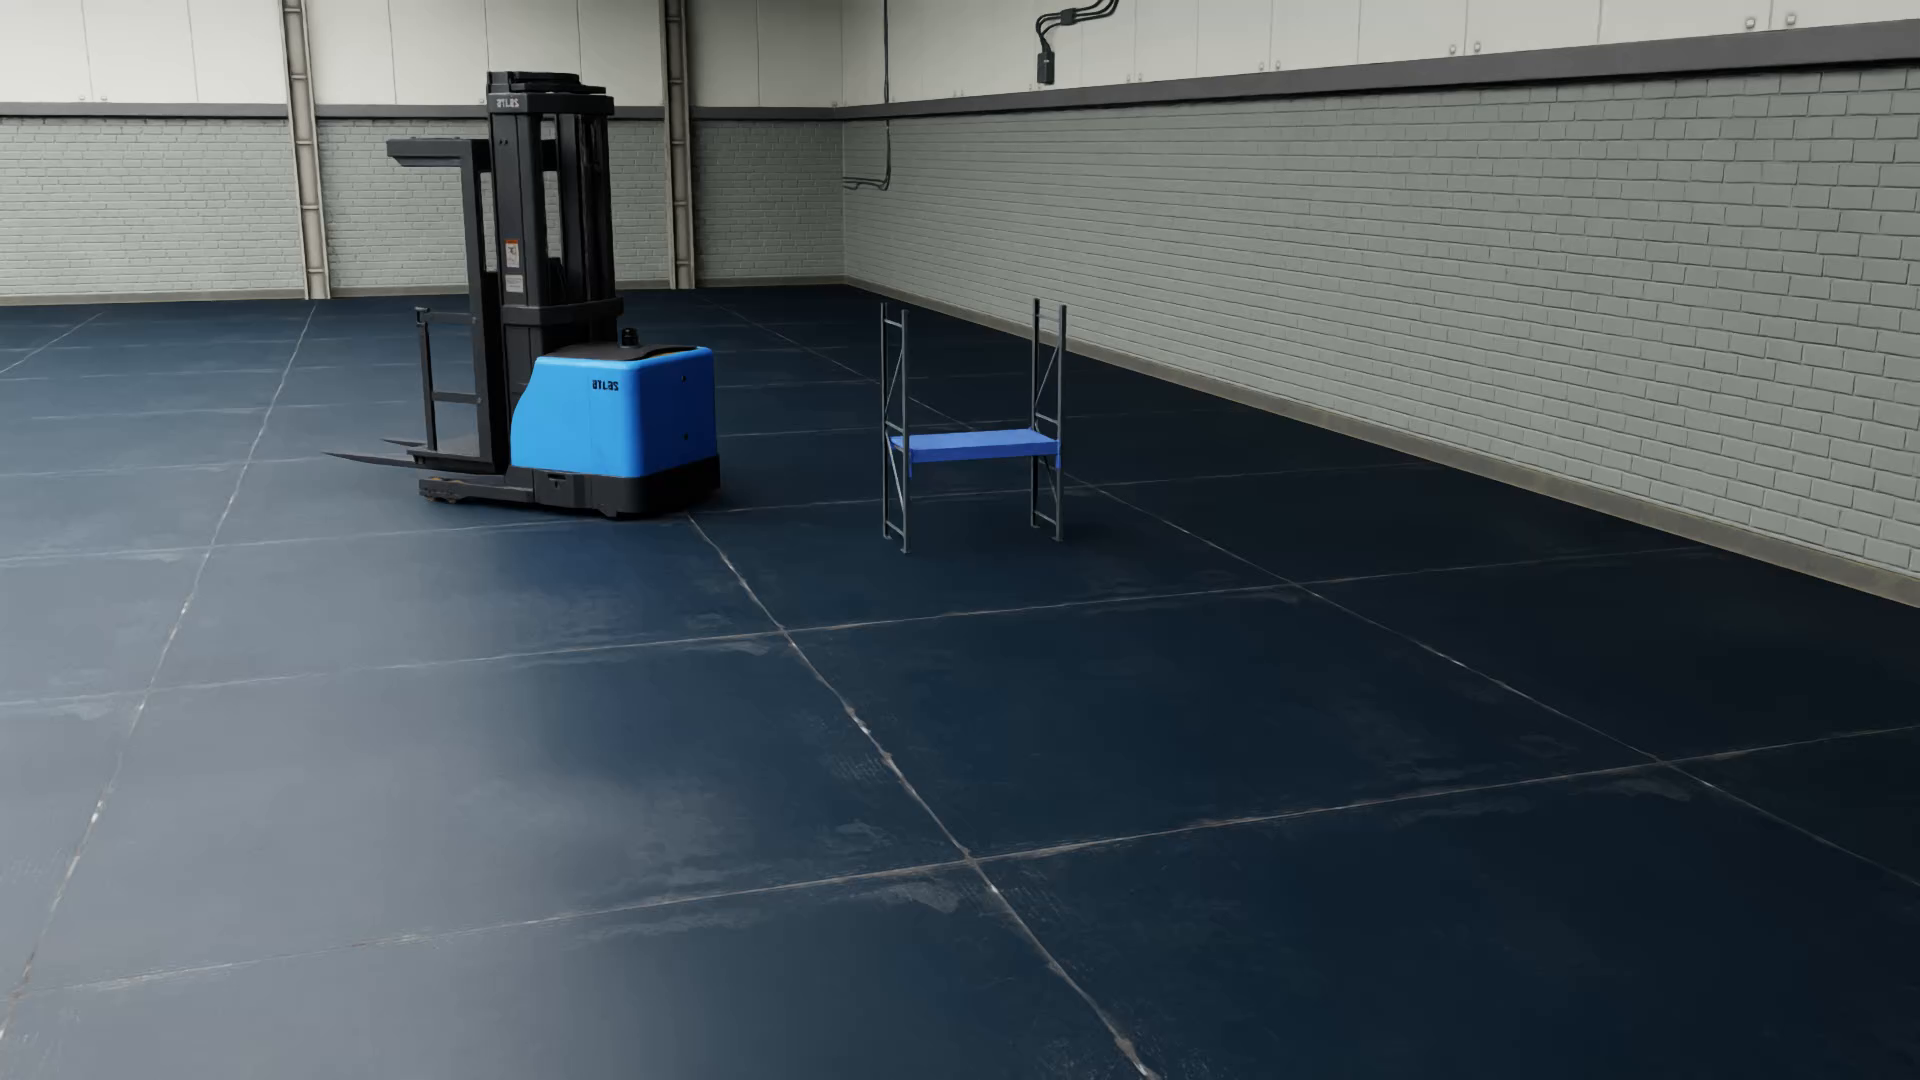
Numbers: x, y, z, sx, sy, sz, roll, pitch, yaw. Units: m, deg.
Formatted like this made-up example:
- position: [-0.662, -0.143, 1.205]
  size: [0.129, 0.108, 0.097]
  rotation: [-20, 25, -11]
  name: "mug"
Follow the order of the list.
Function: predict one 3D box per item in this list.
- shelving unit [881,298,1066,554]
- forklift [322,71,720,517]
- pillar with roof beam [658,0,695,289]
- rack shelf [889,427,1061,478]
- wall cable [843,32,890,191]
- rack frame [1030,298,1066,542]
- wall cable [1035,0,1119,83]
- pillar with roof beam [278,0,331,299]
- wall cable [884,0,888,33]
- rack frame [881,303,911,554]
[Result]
- position: [0.081, -0.736, 10.496]
  size: [1.048, 1.500, 0.538]
  rotation: [-4, 14, -18]
  name: "shelving unit"
- position: [-3.276, -1.788, 11.826]
  size: [3.031, 2.935, 1.130]
  rotation: [6, 15, 25]
  name: "forklift"
- position: [-3.503, -7.856, 24.223]
  size: [0.400, 9.000, 9.100]
  rotation: [-4, 14, -18]
  name: "pillar with roof beam"
- position: [0.081, -0.561, 10.537]
  size: [1.000, 0.185, 0.538]
  rotation: [-4, 14, -18]
  name: "rack shelf"
- position: [-1.662, -7.217, 28.247]
  size: [0.112, 2.526, 3.097]
  rotation: [-4, 14, -18]
  name: "wall cable"
- position: [0.563, -0.773, 10.653]
  size: [0.032, 1.500, 0.500]
  rotation: [-4, 14, -18]
  name: "rack frame"
- position: [1.351, -8.299, 18.735]
  size: [0.169, 6.003, 2.305]
  rotation: [-4, 14, -18]
  name: "wall cable"
- position: [-9.190, -7.413, 22.361]
  size: [0.400, 9.000, 9.100]
  rotation: [-4, 14, -18]
  name: "pillar with roof beam"
- position: [-0.799, -9.080, 25.168]
  size: [0.112, 2.526, 3.097]
  rotation: [-4, 14, -18]
  name: "wall cable"
- position: [-0.401, -0.698, 10.338]
  size: [0.032, 1.500, 0.500]
  rotation: [-4, 14, -18]
  name: "rack frame"
